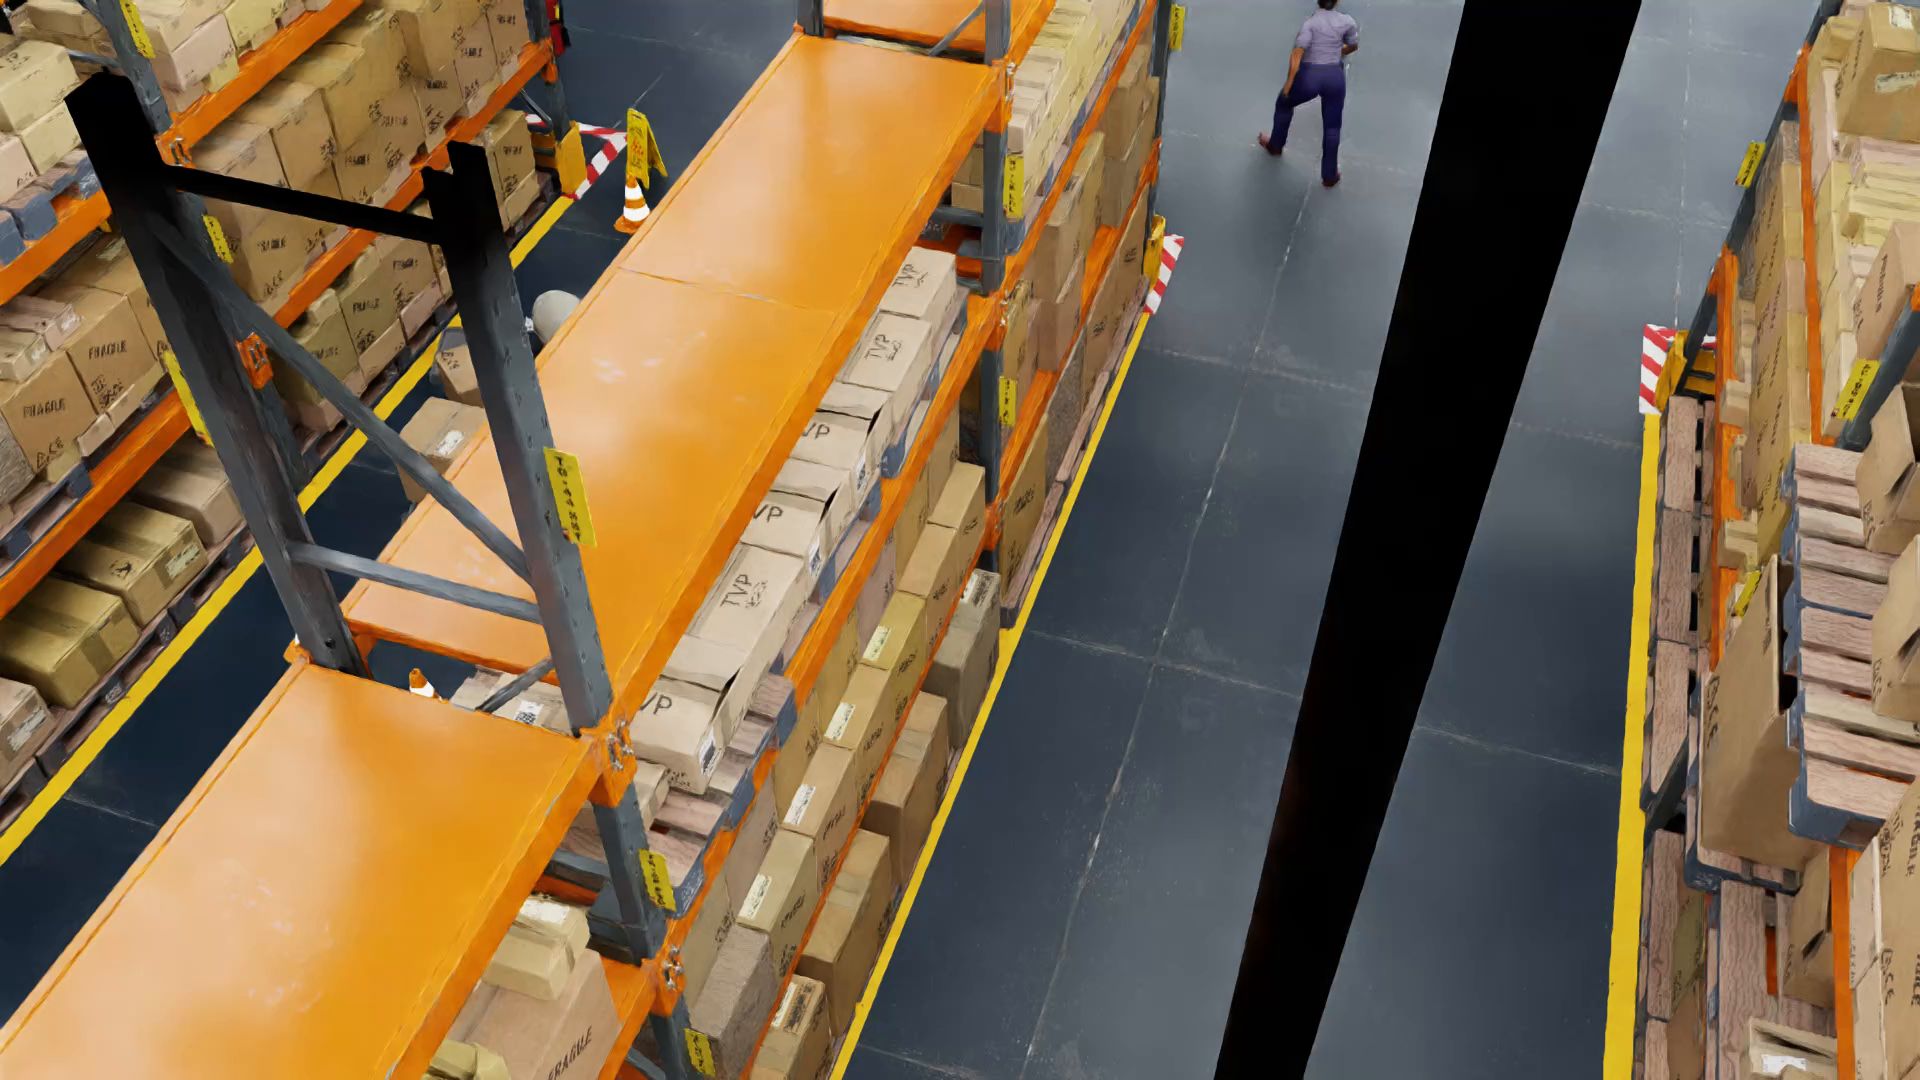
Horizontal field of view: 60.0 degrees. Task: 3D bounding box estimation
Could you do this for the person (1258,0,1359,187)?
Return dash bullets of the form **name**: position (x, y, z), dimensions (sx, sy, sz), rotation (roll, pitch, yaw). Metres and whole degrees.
- **person**: position (2.930, -3.745, 13.754), dimensions (0.660, 1.474, 0.811), rotation (0, 46, 0)
